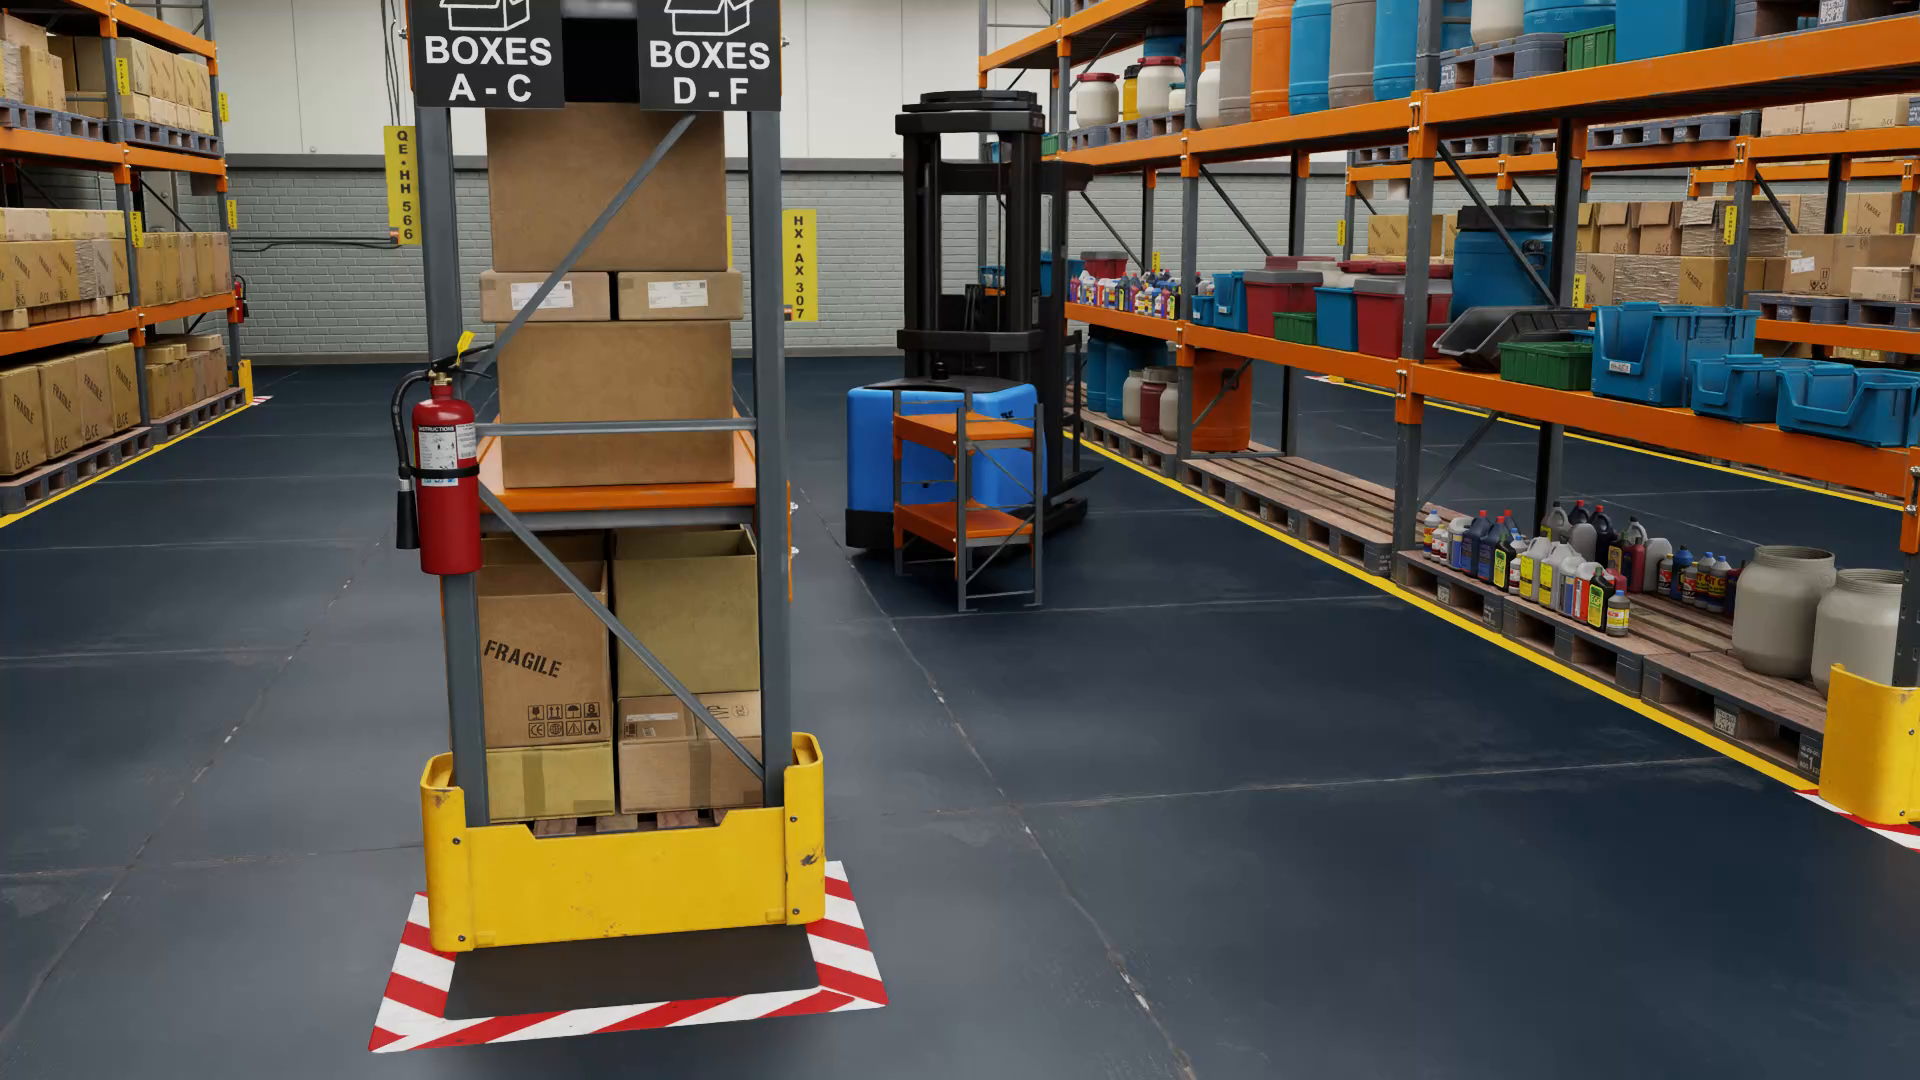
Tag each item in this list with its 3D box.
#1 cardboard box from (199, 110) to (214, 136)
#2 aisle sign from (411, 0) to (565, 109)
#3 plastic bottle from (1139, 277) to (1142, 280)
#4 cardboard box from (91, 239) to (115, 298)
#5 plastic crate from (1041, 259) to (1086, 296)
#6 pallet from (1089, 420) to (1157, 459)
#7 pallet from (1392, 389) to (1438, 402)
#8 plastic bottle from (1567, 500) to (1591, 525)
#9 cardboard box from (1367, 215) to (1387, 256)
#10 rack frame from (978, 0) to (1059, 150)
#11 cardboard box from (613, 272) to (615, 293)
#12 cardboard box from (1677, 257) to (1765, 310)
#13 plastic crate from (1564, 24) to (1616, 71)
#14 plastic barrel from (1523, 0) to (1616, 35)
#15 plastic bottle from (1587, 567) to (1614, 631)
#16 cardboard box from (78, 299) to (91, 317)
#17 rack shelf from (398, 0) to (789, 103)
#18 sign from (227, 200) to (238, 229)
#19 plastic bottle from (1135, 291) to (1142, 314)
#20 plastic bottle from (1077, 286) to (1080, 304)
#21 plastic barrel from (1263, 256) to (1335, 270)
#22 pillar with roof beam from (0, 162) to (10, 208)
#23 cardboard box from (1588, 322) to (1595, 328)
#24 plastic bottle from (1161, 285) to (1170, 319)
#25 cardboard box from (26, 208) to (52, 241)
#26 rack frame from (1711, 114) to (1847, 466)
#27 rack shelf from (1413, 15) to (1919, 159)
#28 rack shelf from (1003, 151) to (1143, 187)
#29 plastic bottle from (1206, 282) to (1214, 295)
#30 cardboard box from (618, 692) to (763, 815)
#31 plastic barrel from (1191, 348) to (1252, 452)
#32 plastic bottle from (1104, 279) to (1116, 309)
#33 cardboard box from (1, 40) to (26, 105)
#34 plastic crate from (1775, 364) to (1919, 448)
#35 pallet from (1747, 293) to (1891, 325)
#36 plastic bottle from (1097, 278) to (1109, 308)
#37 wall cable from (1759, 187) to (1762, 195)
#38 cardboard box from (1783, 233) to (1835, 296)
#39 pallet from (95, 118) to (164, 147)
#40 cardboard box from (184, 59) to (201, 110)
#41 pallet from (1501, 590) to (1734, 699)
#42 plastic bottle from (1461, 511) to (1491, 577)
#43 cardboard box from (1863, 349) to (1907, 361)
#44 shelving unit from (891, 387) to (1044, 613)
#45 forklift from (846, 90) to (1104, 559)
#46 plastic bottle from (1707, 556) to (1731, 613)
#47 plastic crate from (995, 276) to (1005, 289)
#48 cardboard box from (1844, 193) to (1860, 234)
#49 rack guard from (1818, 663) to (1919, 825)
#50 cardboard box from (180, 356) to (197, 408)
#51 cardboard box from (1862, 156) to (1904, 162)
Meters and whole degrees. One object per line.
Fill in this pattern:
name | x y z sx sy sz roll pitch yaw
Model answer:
cardboard box | -8.583 -4.607 18.370 0.500 0.250 0.500 -2 11 -9
aisle sign | -1.291 -1.578 4.510 0.394 0.787 0.004 -2 11 -11
plastic bottle | 1.904 -2.582 17.072 0.152 0.276 0.135 -2 11 -11
cardboard box | -7.762 -2.380 14.560 0.500 0.500 0.500 -2 11 -11
plastic crate | 1.085 -2.798 17.759 0.392 0.384 0.575 -2 11 -11
pallet | 1.860 -0.966 15.709 1.003 0.211 1.213 -2 11 -11
pallet | 6.056 -1.880 20.511 1.003 0.211 1.213 -2 11 -11
plastic bottle | 3.474 -0.043 9.310 0.144 0.351 0.185 -2 11 -13
cardboard box | 5.516 -3.869 21.099 0.500 0.500 0.500 -2 11 -12
rack frame | 0.732 -6.384 20.672 1.000 3.000 0.127 -2 11 -11
cardboard box | -1.677 -1.132 7.120 0.380 0.149 0.250 -2 11 -13
cardboard box | 6.807 -2.281 14.889 0.500 0.500 0.500 -2 11 -9
plastic crate | 3.106 -2.306 7.836 0.336 0.188 0.450 -2 11 -11
plastic barrel | 3.154 -2.976 8.323 0.600 0.901 0.708 -2 11 -11
plastic bottle | 3.016 0.274 7.823 0.061 0.283 0.133 -2 11 -10
cardboard box | -7.695 -1.990 14.247 0.380 0.149 0.250 -2 11 -11
rack shelf | -1.405 -1.810 6.586 1.077 0.370 4.000 -2 11 -11
sign | -8.451 -3.779 19.300 0.100 0.325 0.005 -2 11 -11
plastic bottle | 1.609 -2.120 14.844 0.097 0.201 0.097 0 11 0
plastic bottle | 1.229 -2.478 16.726 0.097 0.201 0.097 0 11 0
plastic barrel | 2.675 -1.963 13.122 0.600 0.536 0.708 -2 11 -11
pillar with roof beam | -4.970 -5.544 16.256 9.100 9.000 0.400 -2 11 -11
cardboard box | 6.687 -1.766 17.010 1.225 0.875 0.875 -3 11 -13
plastic bottle | 1.746 -2.014 14.065 0.061 0.283 0.133 -2 11 -11
cardboard box | -7.472 -2.466 13.007 0.500 0.250 0.500 -2 11 -11
rack frame | 7.146 -2.150 14.470 1.000 3.000 0.127 -2 11 -11
rack shelf | 3.455 -1.990 7.529 1.077 0.370 4.000 -2 11 -11
rack shelf | 1.121 -4.190 19.092 1.077 0.370 4.000 -2 11 -11
plastic bottle | 2.301 -2.232 15.244 0.097 0.271 0.097 0 11 0
cardboard box | -0.902 0.715 5.649 0.500 0.250 0.500 -2 11 -11
plastic barrel | 2.176 -1.199 14.156 0.600 0.830 0.708 -2 11 -11
plastic bottle | 1.451 -2.331 15.755 0.152 0.276 0.135 -2 11 -11
cardboard box | -7.938 -3.723 13.266 0.700 0.500 0.500 -2 11 -11
plastic crate | 3.453 -0.511 6.254 0.499 0.251 0.616 -2 11 -11
pallet | 7.389 -1.929 13.822 1.213 0.211 1.003 -2 11 -11
plastic bottle | 1.406 -2.374 15.979 0.152 0.276 0.135 -2 11 -11
wall cable | 14.191 -5.525 29.403 0.585 1.953 0.123 -2 11 -11
cardboard box | 7.291 -2.308 13.909 0.500 0.500 0.500 -4 11 -18
pallet | -8.357 -3.924 16.004 1.003 0.211 1.213 -2 11 -11
cardboard box | -8.489 -4.884 17.817 0.500 0.500 0.500 -2 11 -9
pallet | 3.396 0.482 8.097 1.003 0.211 1.213 -2 11 -11
plastic bottle | 2.816 0.012 9.019 0.144 0.351 0.185 -2 11 -9
cardboard box | 10.929 -2.199 19.640 0.380 0.149 0.250 -2 11 -9
shelving unit | 0.028 -0.263 9.571 0.538 1.125 1.048 -4 12 -22
forklift | 0.271 -1.557 11.539 1.130 2.935 3.031 4 12 21
plastic bottle | 3.730 0.215 8.166 0.097 0.271 0.097 0 11 0
plastic crate | 0.570 -3.094 19.972 0.250 0.136 0.298 -2 11 -11
cardboard box | 10.791 -3.903 19.943 0.500 0.500 0.500 -2 11 -13
rack guard | 3.783 0.713 6.113 1.175 0.500 0.348 -2 11 -11
cardboard box | -8.445 -1.649 17.400 0.700 0.500 0.500 -2 11 -10
cardboard box | 10.893 -4.526 19.330 0.500 0.250 0.500 -2 11 -10
